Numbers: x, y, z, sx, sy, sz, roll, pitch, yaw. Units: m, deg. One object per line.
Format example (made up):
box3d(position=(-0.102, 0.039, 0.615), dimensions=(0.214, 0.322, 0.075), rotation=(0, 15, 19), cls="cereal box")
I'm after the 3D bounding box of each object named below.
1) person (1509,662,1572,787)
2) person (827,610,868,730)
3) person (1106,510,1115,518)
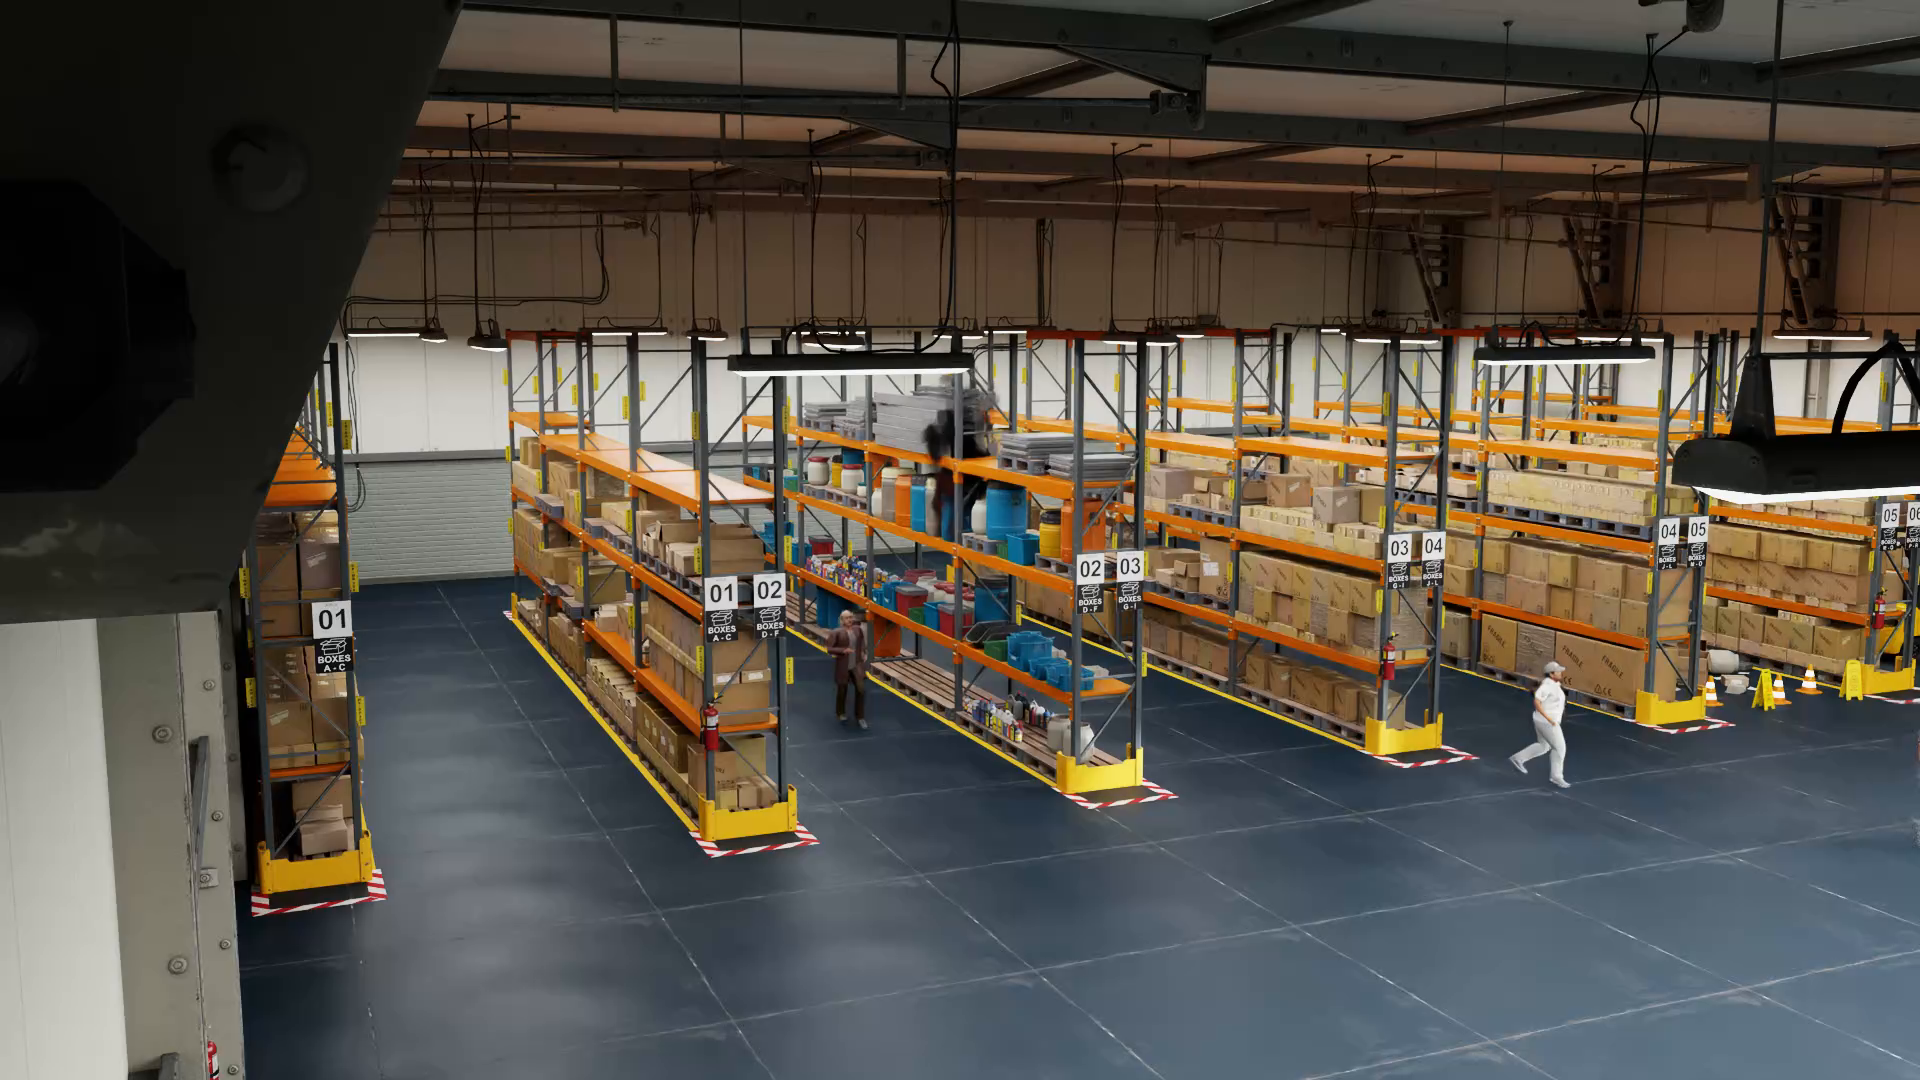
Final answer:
box3d(position=(7.896, 2.473, 22.489), dimensions=(0.784, 1.693, 0.620), rotation=(3, 8, 19), cls="person")
box3d(position=(-1.714, 2.087, 25.539), dimensions=(0.710, 1.628, 0.783), rotation=(-4, 9, -24), cls="person")
box3d(position=(3.626, -0.123, 41.382), dimensions=(0.804, 1.728, 0.796), rotation=(-3, 8, -19), cls="person")
